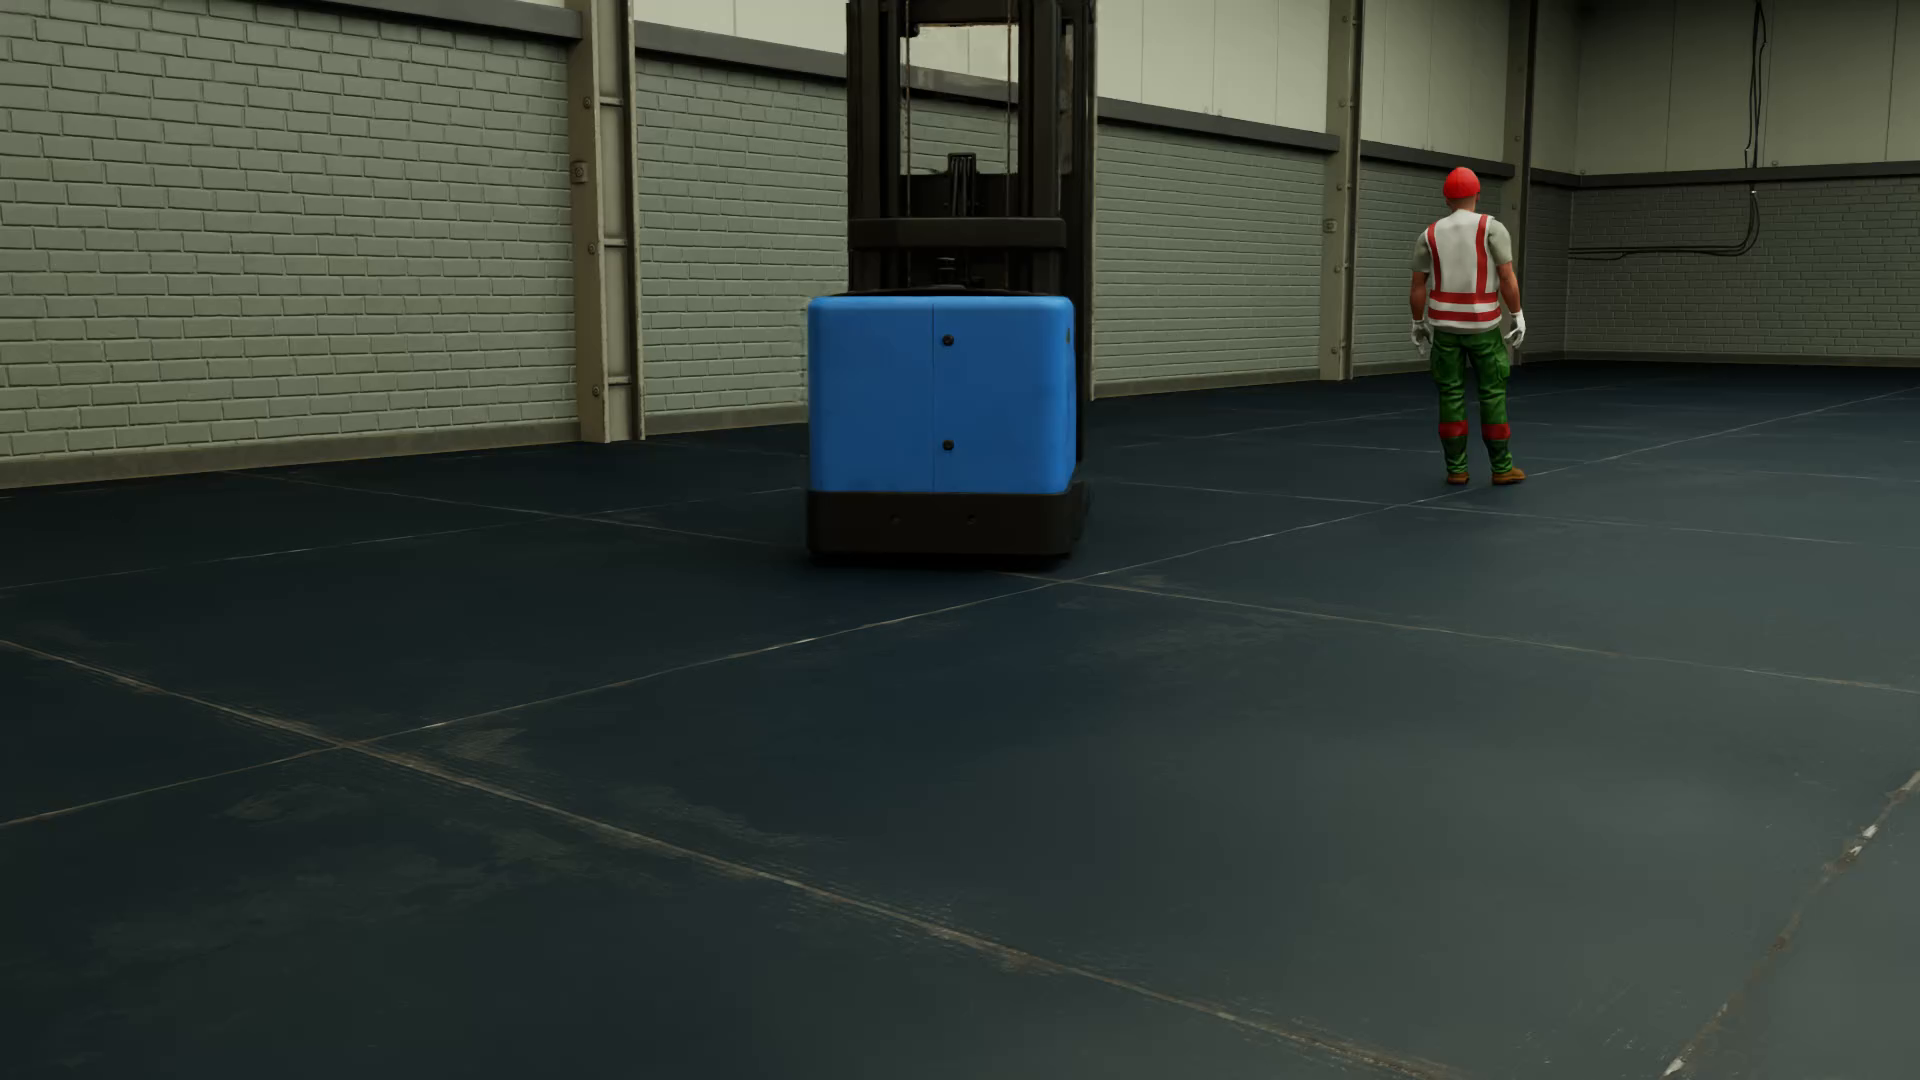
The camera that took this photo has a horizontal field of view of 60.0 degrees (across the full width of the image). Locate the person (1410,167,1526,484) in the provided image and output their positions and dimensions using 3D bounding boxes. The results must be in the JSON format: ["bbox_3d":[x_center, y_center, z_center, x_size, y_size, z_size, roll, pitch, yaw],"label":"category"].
[{"bbox_3d":[2.928,-1.225,9.551,0.638,1.788,0.563,5,10,31],"label":"person"}]

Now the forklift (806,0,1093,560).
[{"bbox_3d":[0.059,-1.544,7.831,1.130,2.935,3.031,1,8,6],"label":"forklift"}]
